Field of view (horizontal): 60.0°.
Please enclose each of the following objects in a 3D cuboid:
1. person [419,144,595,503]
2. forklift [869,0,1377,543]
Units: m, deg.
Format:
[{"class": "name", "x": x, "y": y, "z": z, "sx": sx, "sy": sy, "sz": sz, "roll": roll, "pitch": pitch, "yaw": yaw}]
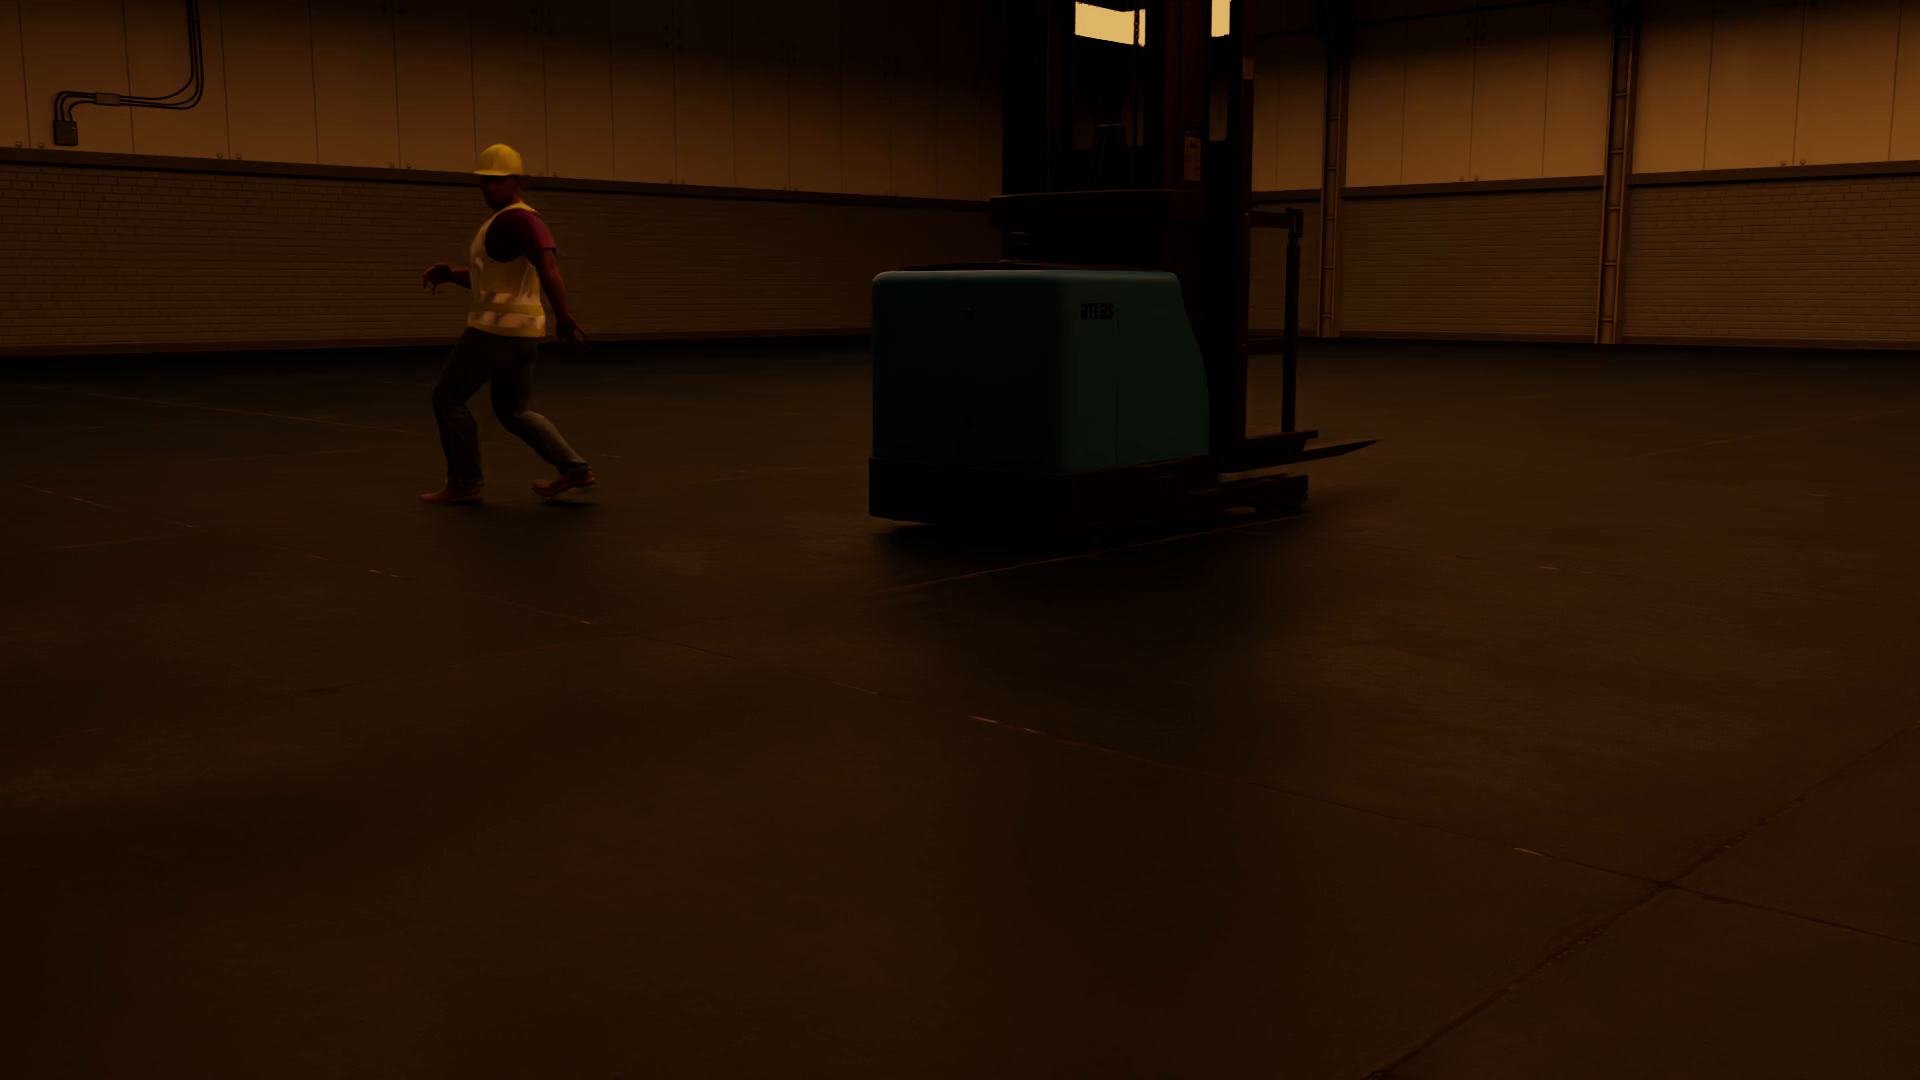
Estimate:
[{"class": "person", "x": -2.124, "y": -0.993, "z": 7.788, "sx": 0.940, "sy": 1.685, "sz": 0.594, "roll": 1, "pitch": 9, "yaw": 6}, {"class": "forklift", "x": 0.950, "y": -1.606, "z": 7.542, "sx": 1.130, "sy": 2.935, "sz": 3.031, "roll": 7, "pitch": 11, "yaw": 39}]
